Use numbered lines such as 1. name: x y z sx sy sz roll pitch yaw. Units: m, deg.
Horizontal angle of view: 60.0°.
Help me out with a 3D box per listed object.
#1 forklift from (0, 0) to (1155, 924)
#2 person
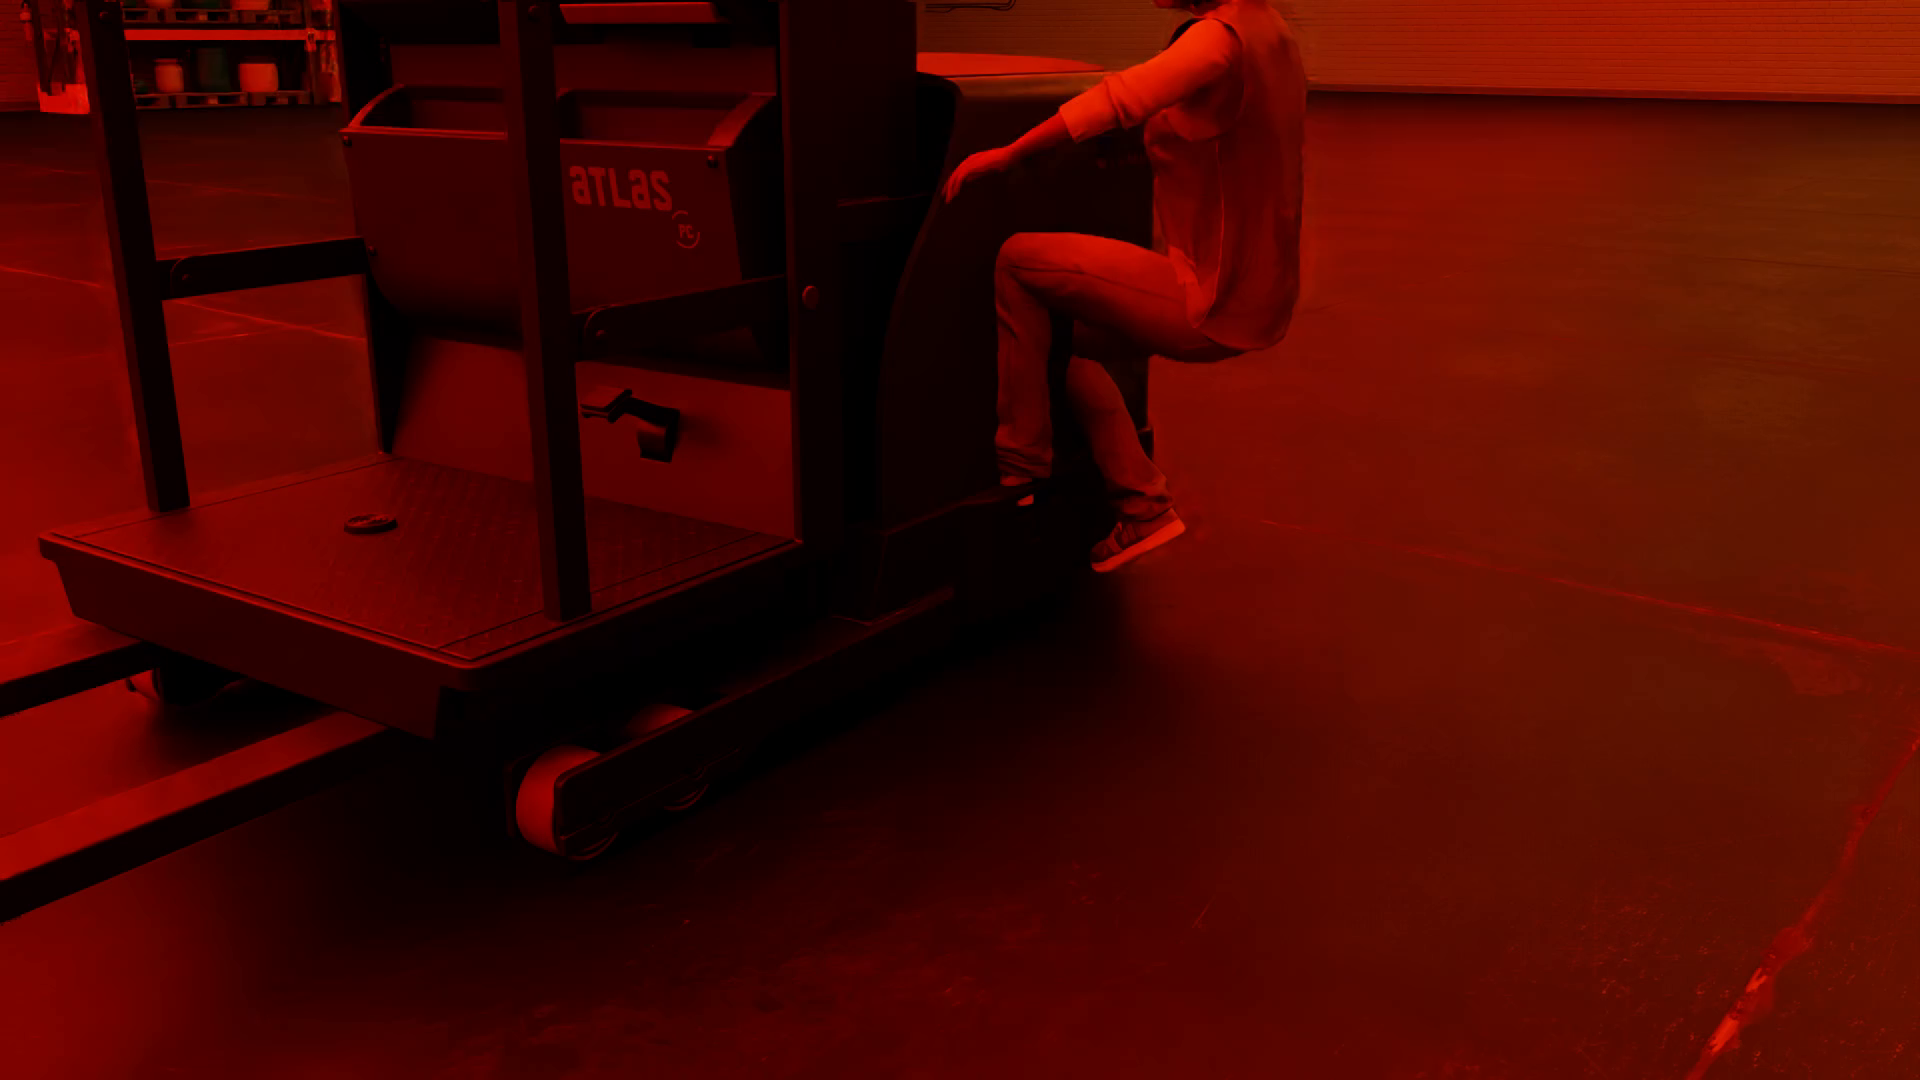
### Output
1. forklift: -0.813 -1.095 2.503 1.130 2.935 3.031 11 20 33
2. person: 0.278 -0.542 3.192 0.729 1.349 0.963 6 18 20
